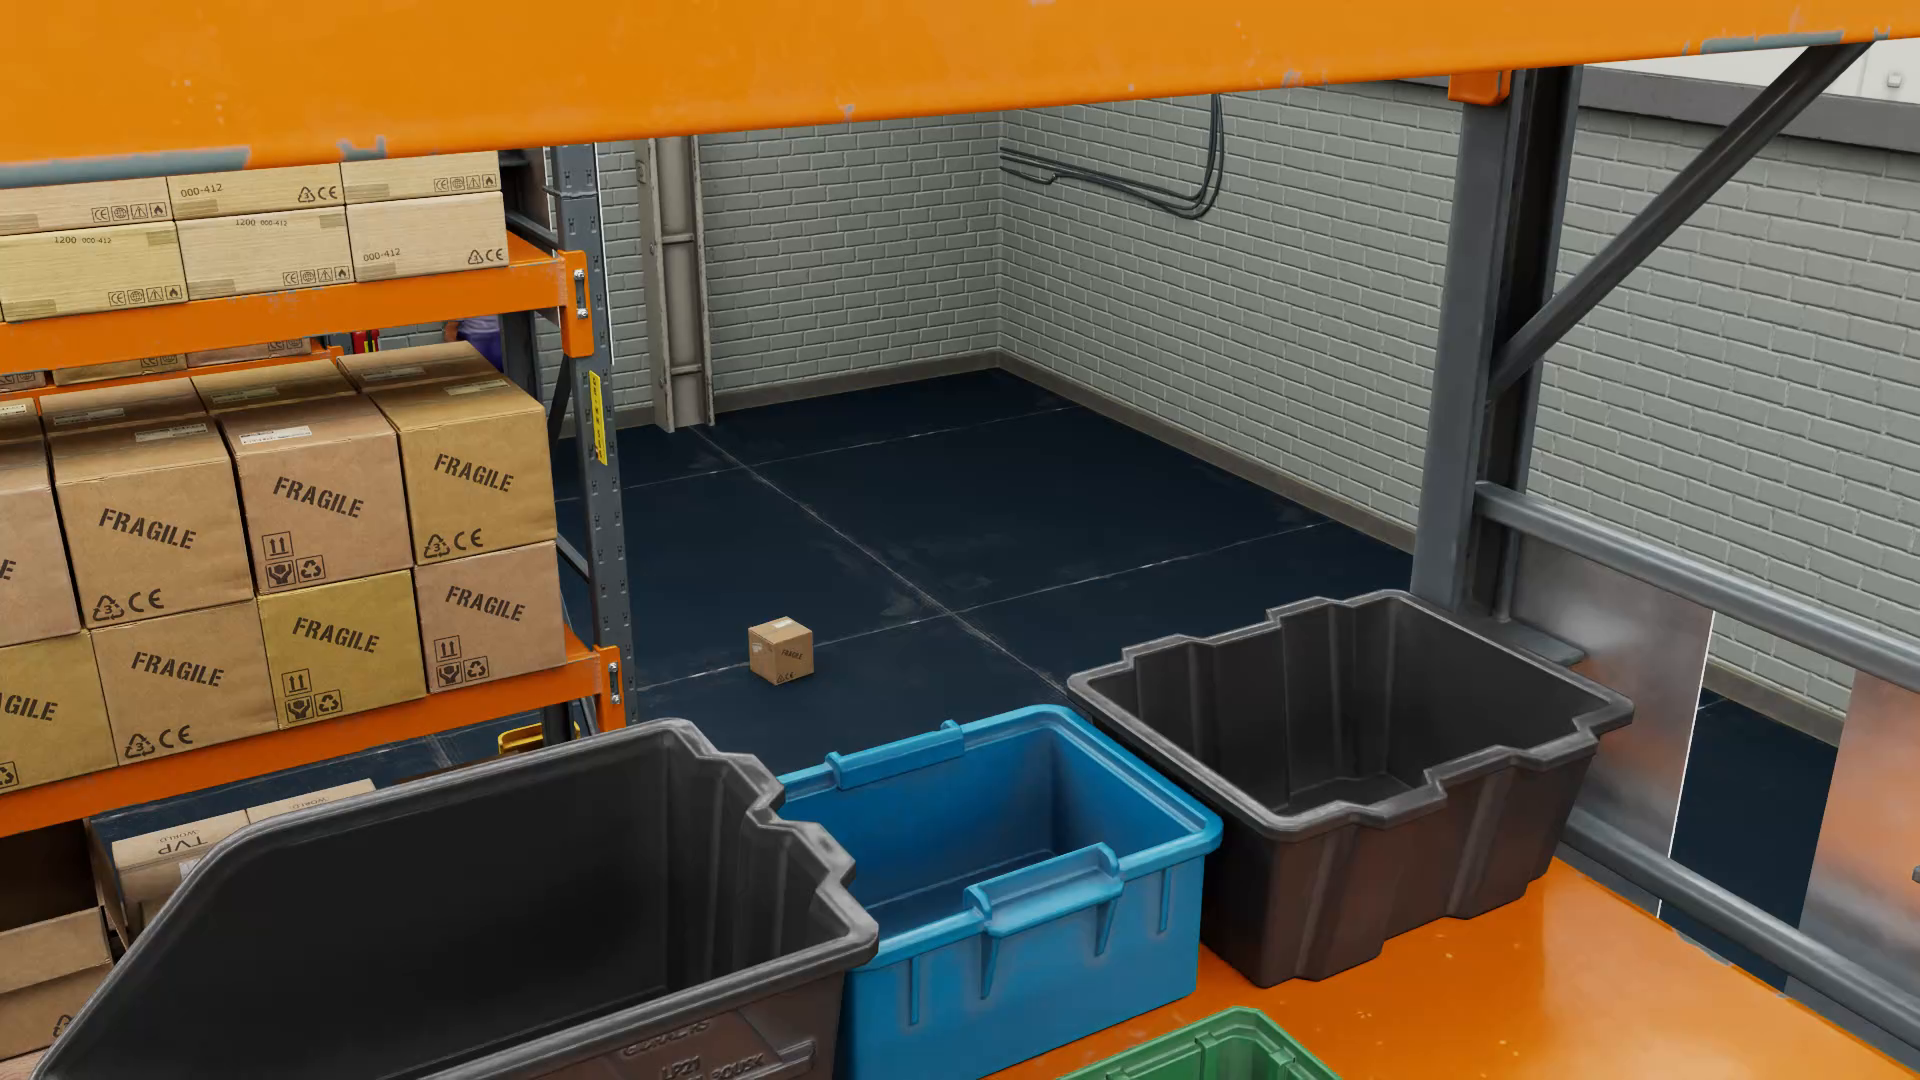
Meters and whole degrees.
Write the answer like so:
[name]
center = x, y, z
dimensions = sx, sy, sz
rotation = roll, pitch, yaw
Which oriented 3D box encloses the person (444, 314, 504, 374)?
[person]
center = -3.448, -1.319, 11.871
dimensions = 0.509, 1.636, 0.482
rotation = -19, 29, -39
